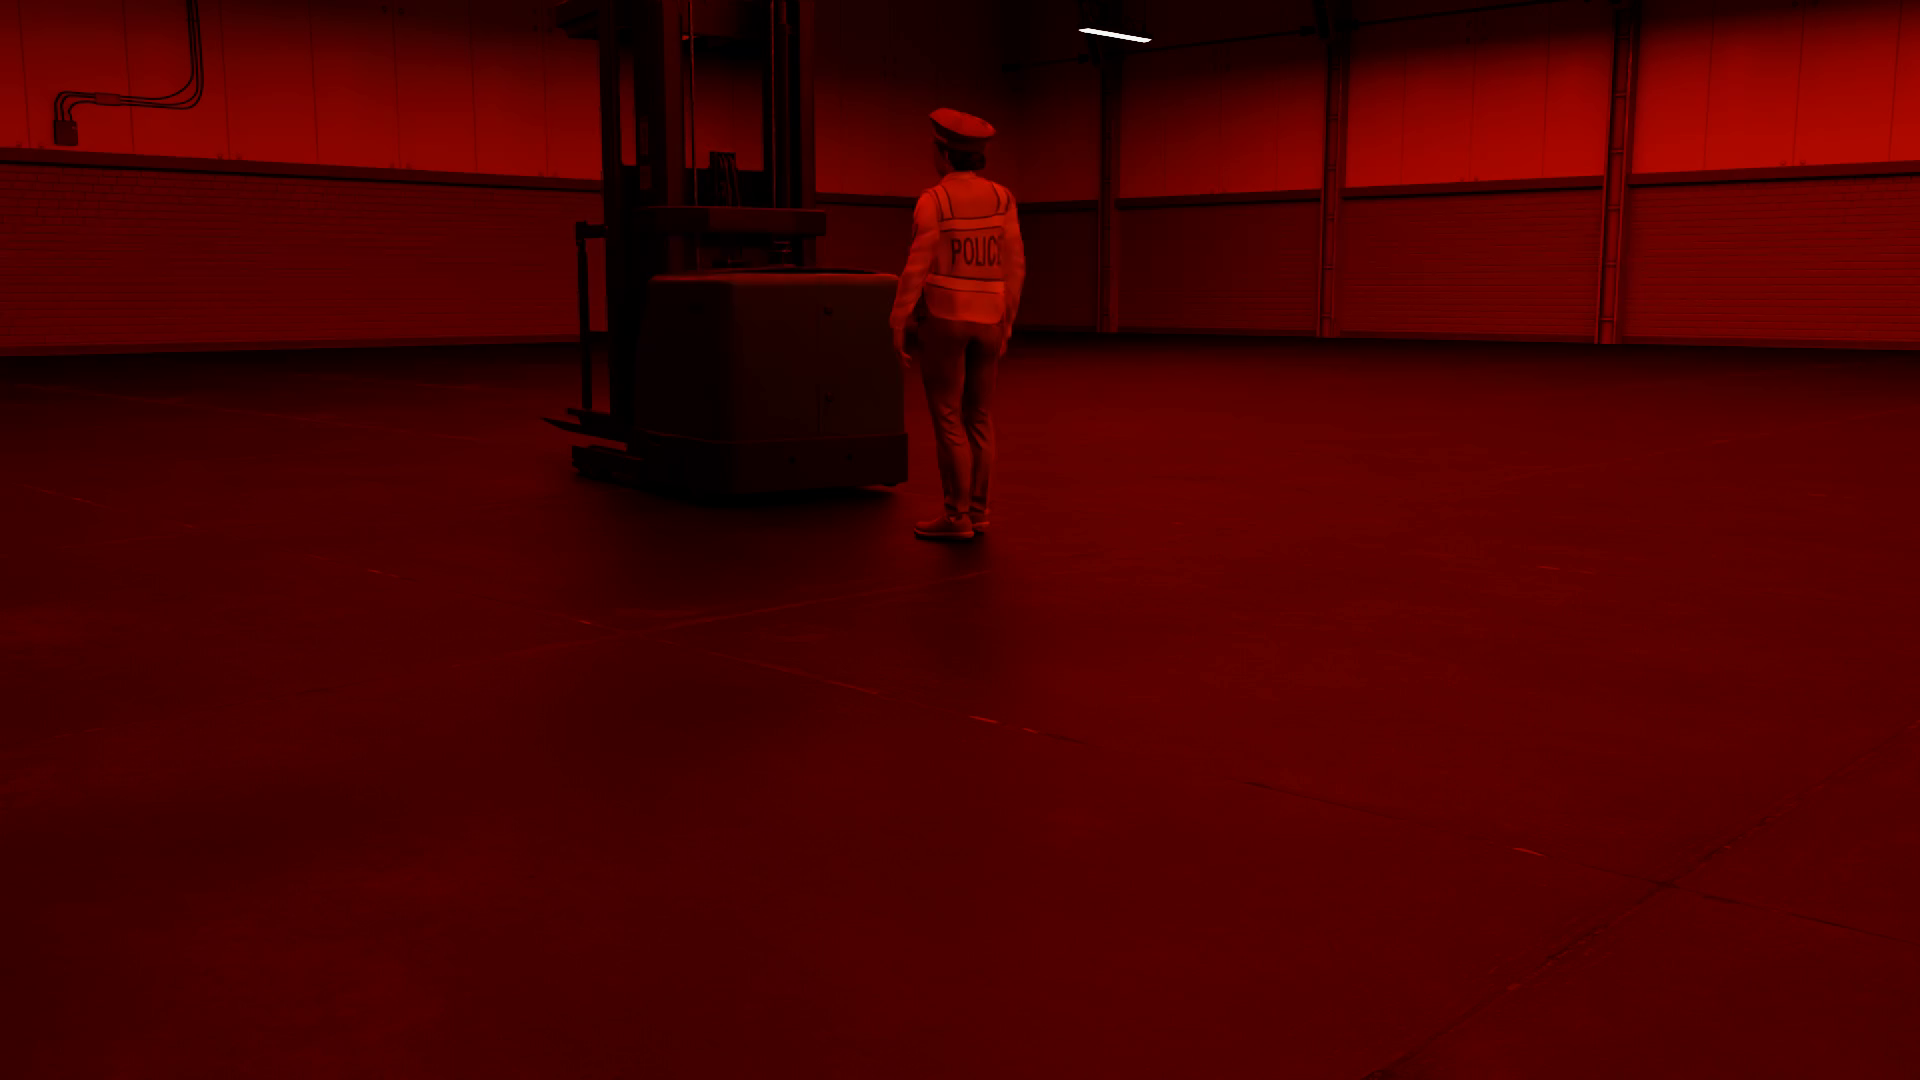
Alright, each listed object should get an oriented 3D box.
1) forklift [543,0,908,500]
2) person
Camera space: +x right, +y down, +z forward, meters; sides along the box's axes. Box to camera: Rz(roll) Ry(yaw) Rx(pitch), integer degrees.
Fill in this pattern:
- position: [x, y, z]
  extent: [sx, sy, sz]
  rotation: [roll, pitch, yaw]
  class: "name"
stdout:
- position: [-1.464, -1.812, 8.911]
  extent: [1.130, 2.935, 3.031]
  rotation: [-5, 10, -32]
  class: "forklift"
- position: [-0.055, -0.853, 6.668]
  extent: [0.578, 1.696, 0.572]
  rotation: [-5, 10, -31]
  class: "person"
